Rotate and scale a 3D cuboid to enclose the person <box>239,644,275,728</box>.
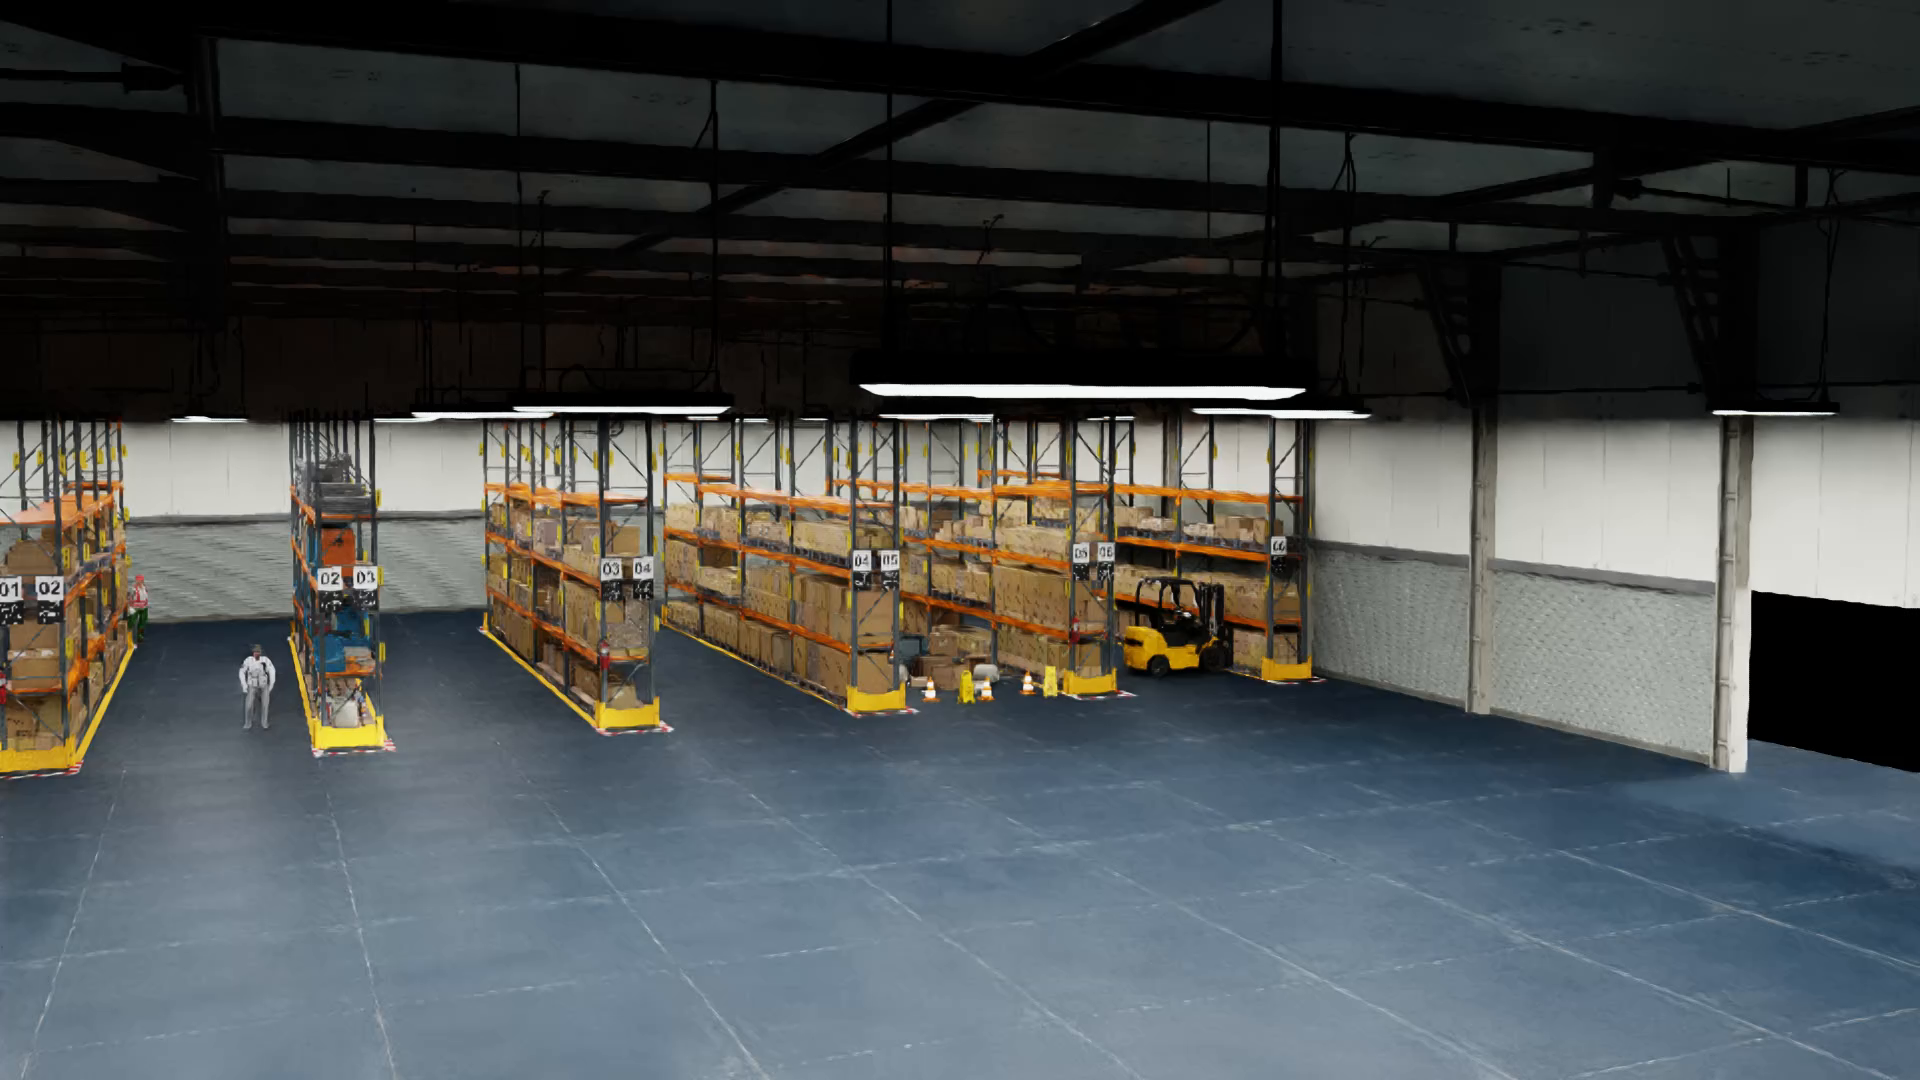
[{"bbox_3d":[-13.186,2.729,31.209,0.639,1.632,0.512,-2,4,-25],"label":"person"}]

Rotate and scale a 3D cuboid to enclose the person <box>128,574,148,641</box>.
[{"bbox_3d":[-21.634,1.784,43.568,0.499,1.779,0.736,2,4,26],"label":"person"}]
